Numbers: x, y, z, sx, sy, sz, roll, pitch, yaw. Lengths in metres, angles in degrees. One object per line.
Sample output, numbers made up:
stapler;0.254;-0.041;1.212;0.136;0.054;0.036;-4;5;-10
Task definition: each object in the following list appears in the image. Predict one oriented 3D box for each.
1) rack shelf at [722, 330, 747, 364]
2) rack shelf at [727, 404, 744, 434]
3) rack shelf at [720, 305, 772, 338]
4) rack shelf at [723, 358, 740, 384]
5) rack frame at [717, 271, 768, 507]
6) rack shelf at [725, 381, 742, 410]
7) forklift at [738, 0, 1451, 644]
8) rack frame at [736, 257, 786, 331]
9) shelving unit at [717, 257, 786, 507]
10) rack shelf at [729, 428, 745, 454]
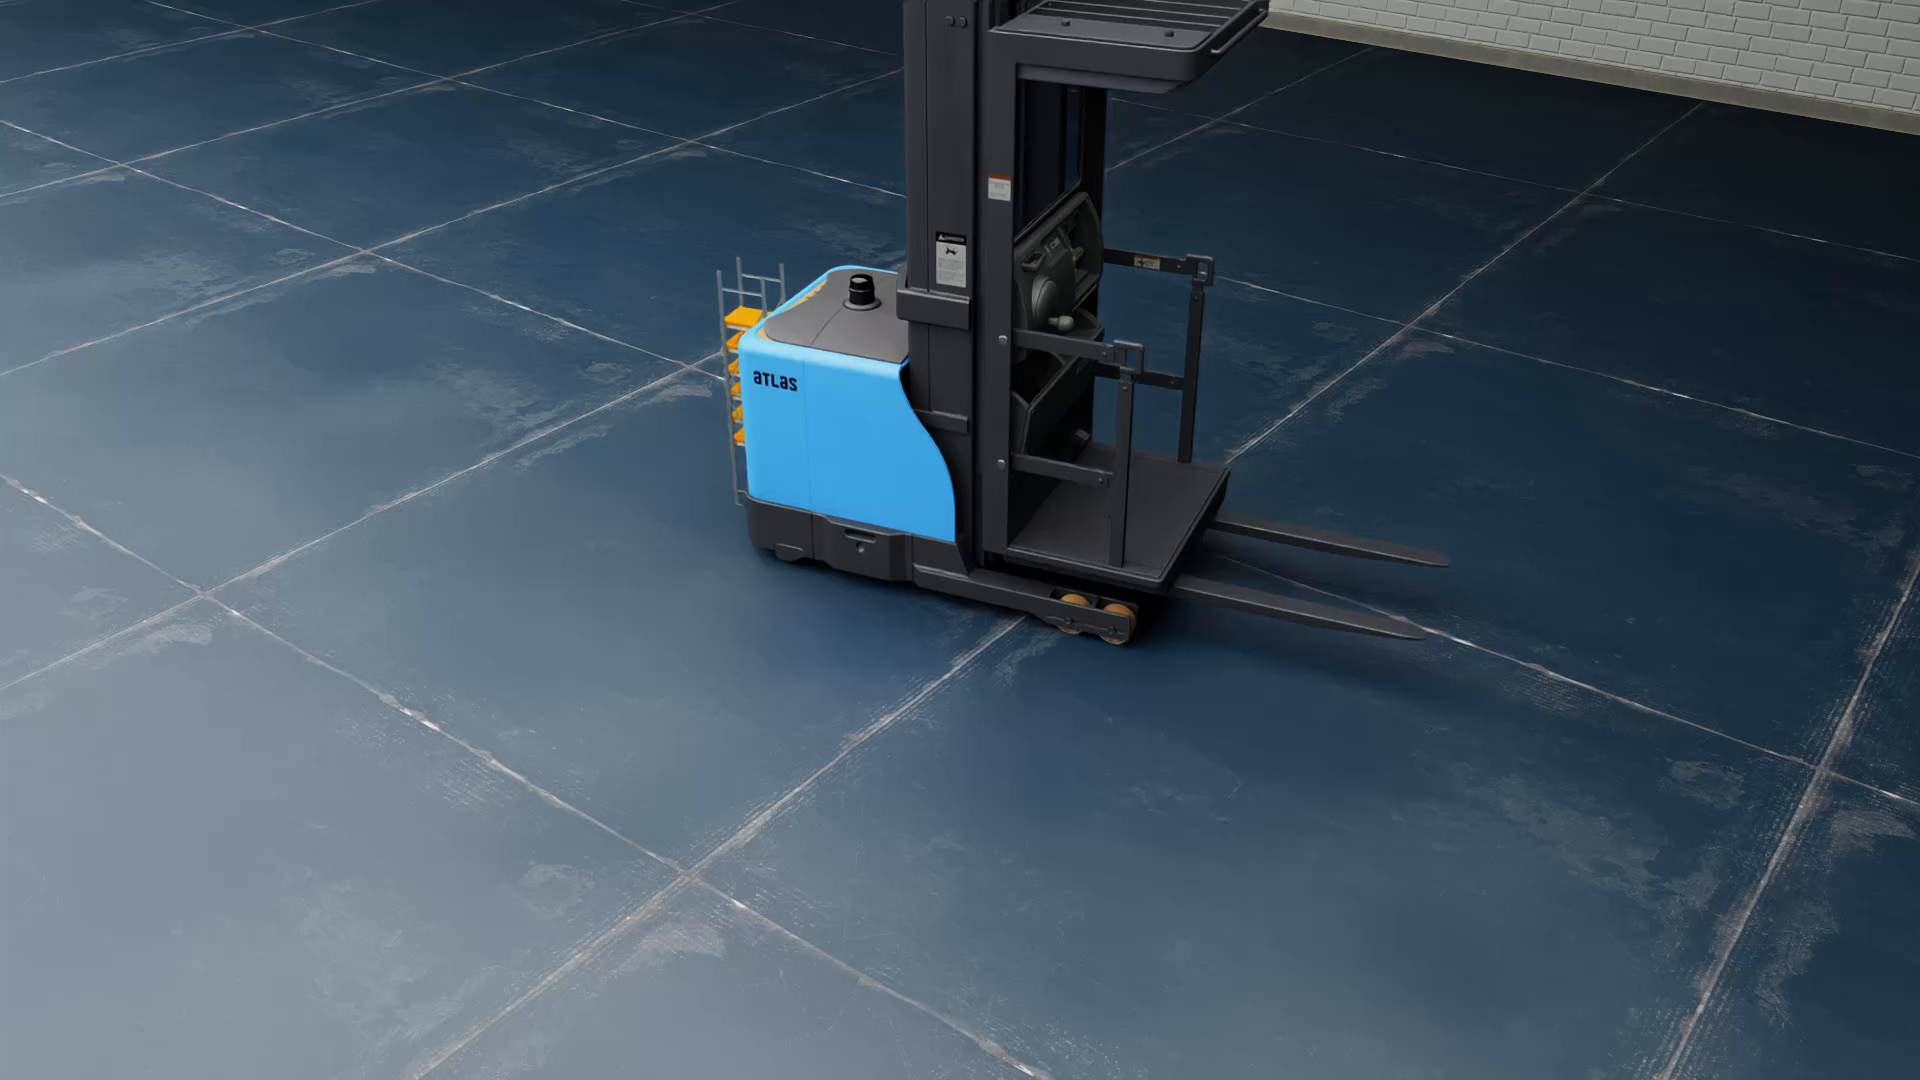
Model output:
rack shelf;-0.940;-0.875;7.667;0.258;0.103;0.180;11;33;19
rack shelf;-0.940;-0.566;7.850;0.258;0.103;0.180;11;33;19
rack shelf;-0.940;-0.979;7.605;0.258;0.103;0.180;11;33;19
rack shelf;-0.940;-0.772;7.728;0.258;0.103;0.180;11;33;19
rack frame;-0.974;-0.664;7.693;0.240;1.200;0.006;11;33;19
rack shelf;-0.940;-0.669;7.789;0.258;0.103;0.180;11;33;19
forklift;0.595;-1.131;6.784;3.031;2.935;1.130;12;33;20
rack frame;-0.906;-0.750;7.839;0.240;1.200;0.006;11;33;19
shelving unit;-0.940;-0.707;7.766;0.258;1.200;0.189;11;33;19
rack shelf;-0.940;-0.462;7.911;0.258;0.103;0.180;11;33;19
